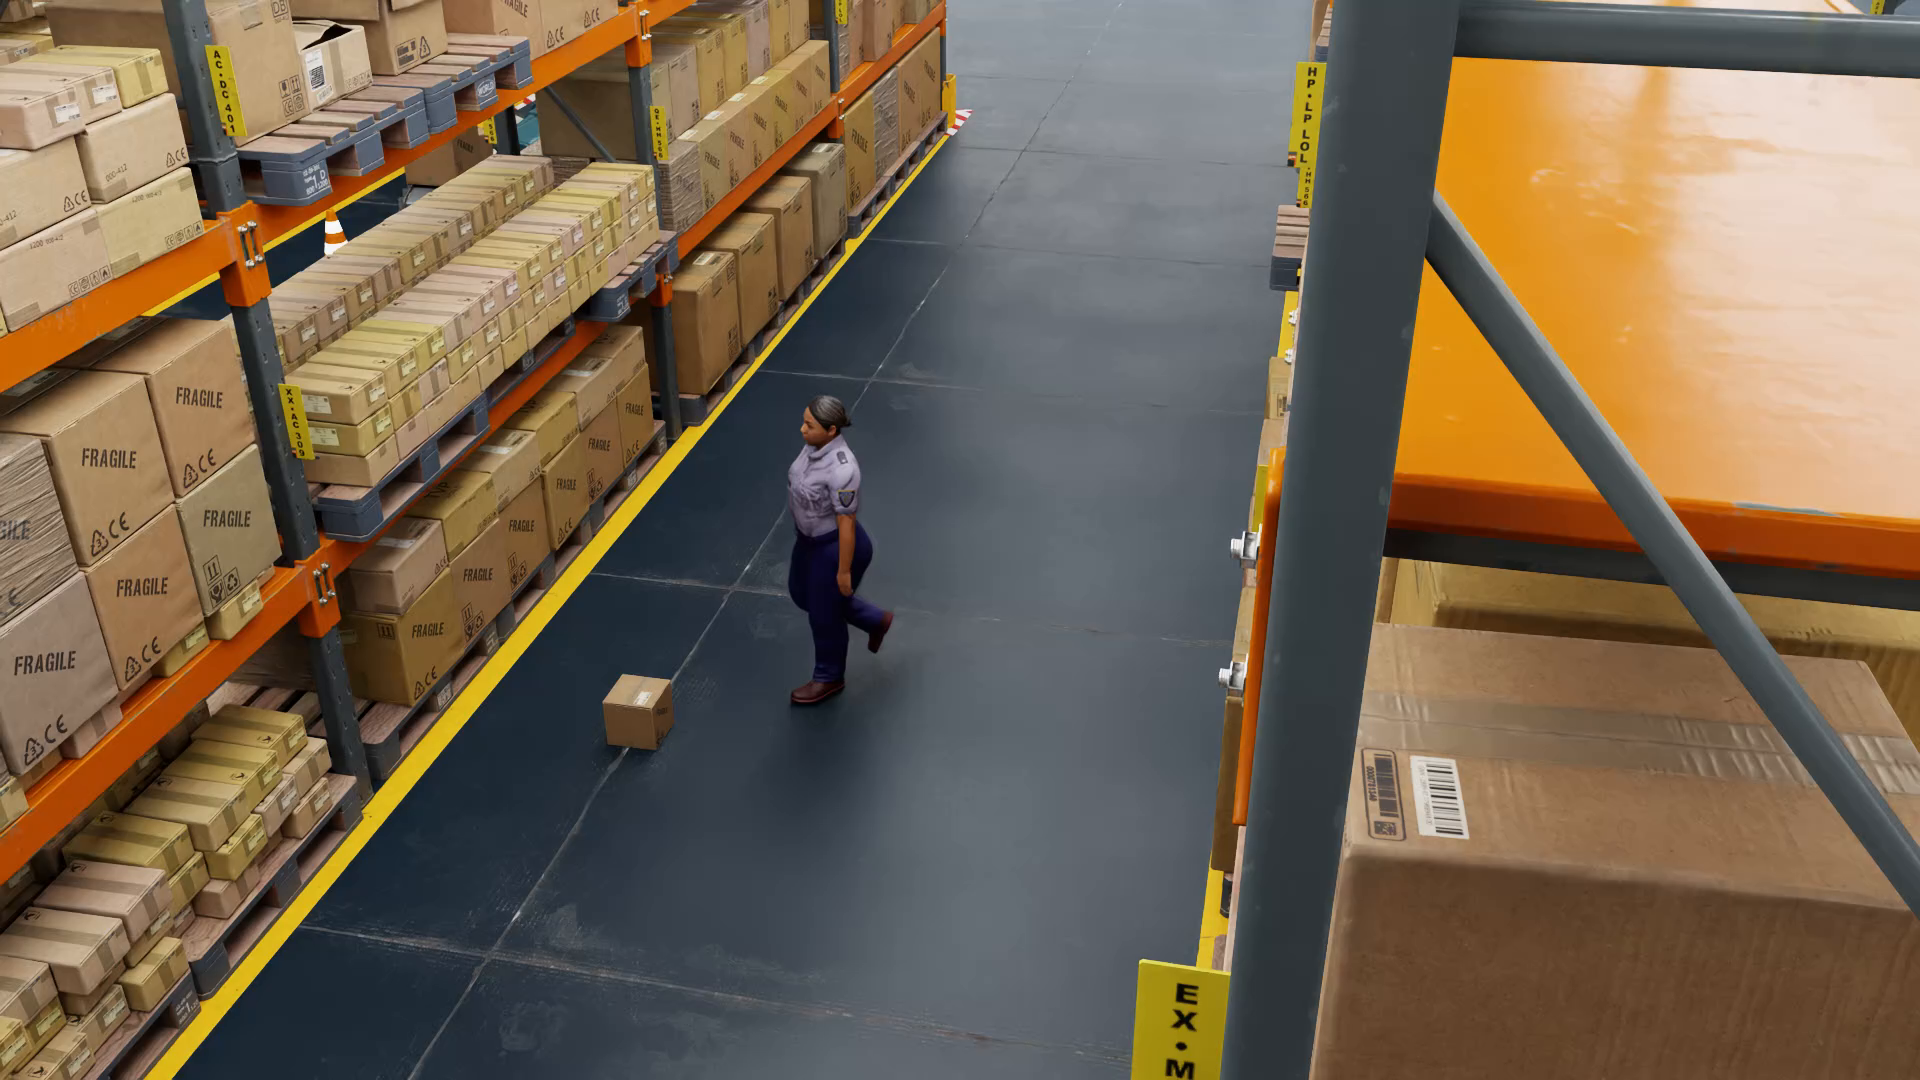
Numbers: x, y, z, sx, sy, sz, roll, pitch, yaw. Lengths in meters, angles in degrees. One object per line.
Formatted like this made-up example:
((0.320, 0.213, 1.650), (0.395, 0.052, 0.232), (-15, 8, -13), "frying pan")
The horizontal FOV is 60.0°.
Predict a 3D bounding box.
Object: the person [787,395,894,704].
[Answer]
((-0.586, 0.021, 8.071), (0.606, 1.633, 0.523), (-12, 31, -21), "person")
